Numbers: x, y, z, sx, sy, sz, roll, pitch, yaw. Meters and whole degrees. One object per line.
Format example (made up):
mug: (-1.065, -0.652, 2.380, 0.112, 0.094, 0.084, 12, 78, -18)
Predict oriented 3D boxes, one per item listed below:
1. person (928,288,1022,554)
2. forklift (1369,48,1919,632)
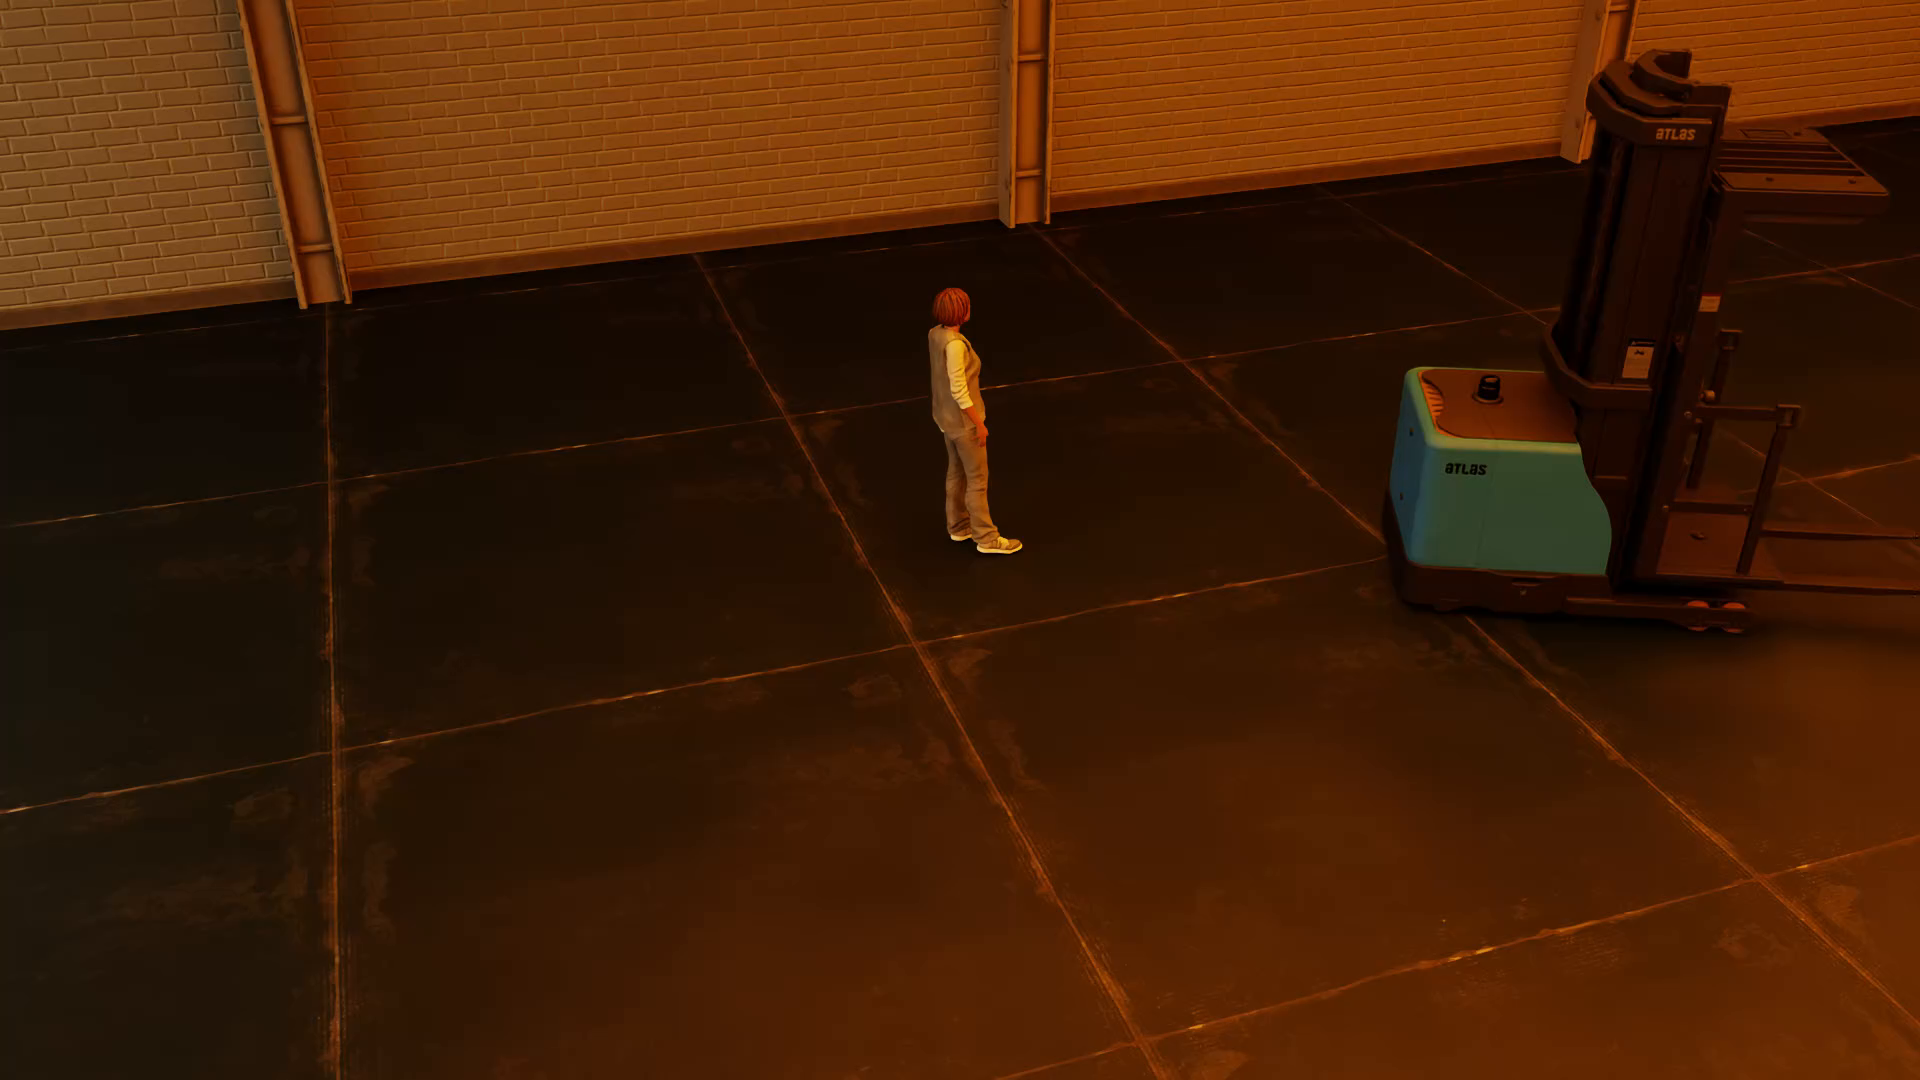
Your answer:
person: (0.074, -0.704, 9.632, 0.475, 1.597, 0.520, -10, 31, -16)
forklift: (3.945, -1.043, 8.900, 3.031, 2.935, 1.130, 3, 30, 5)
